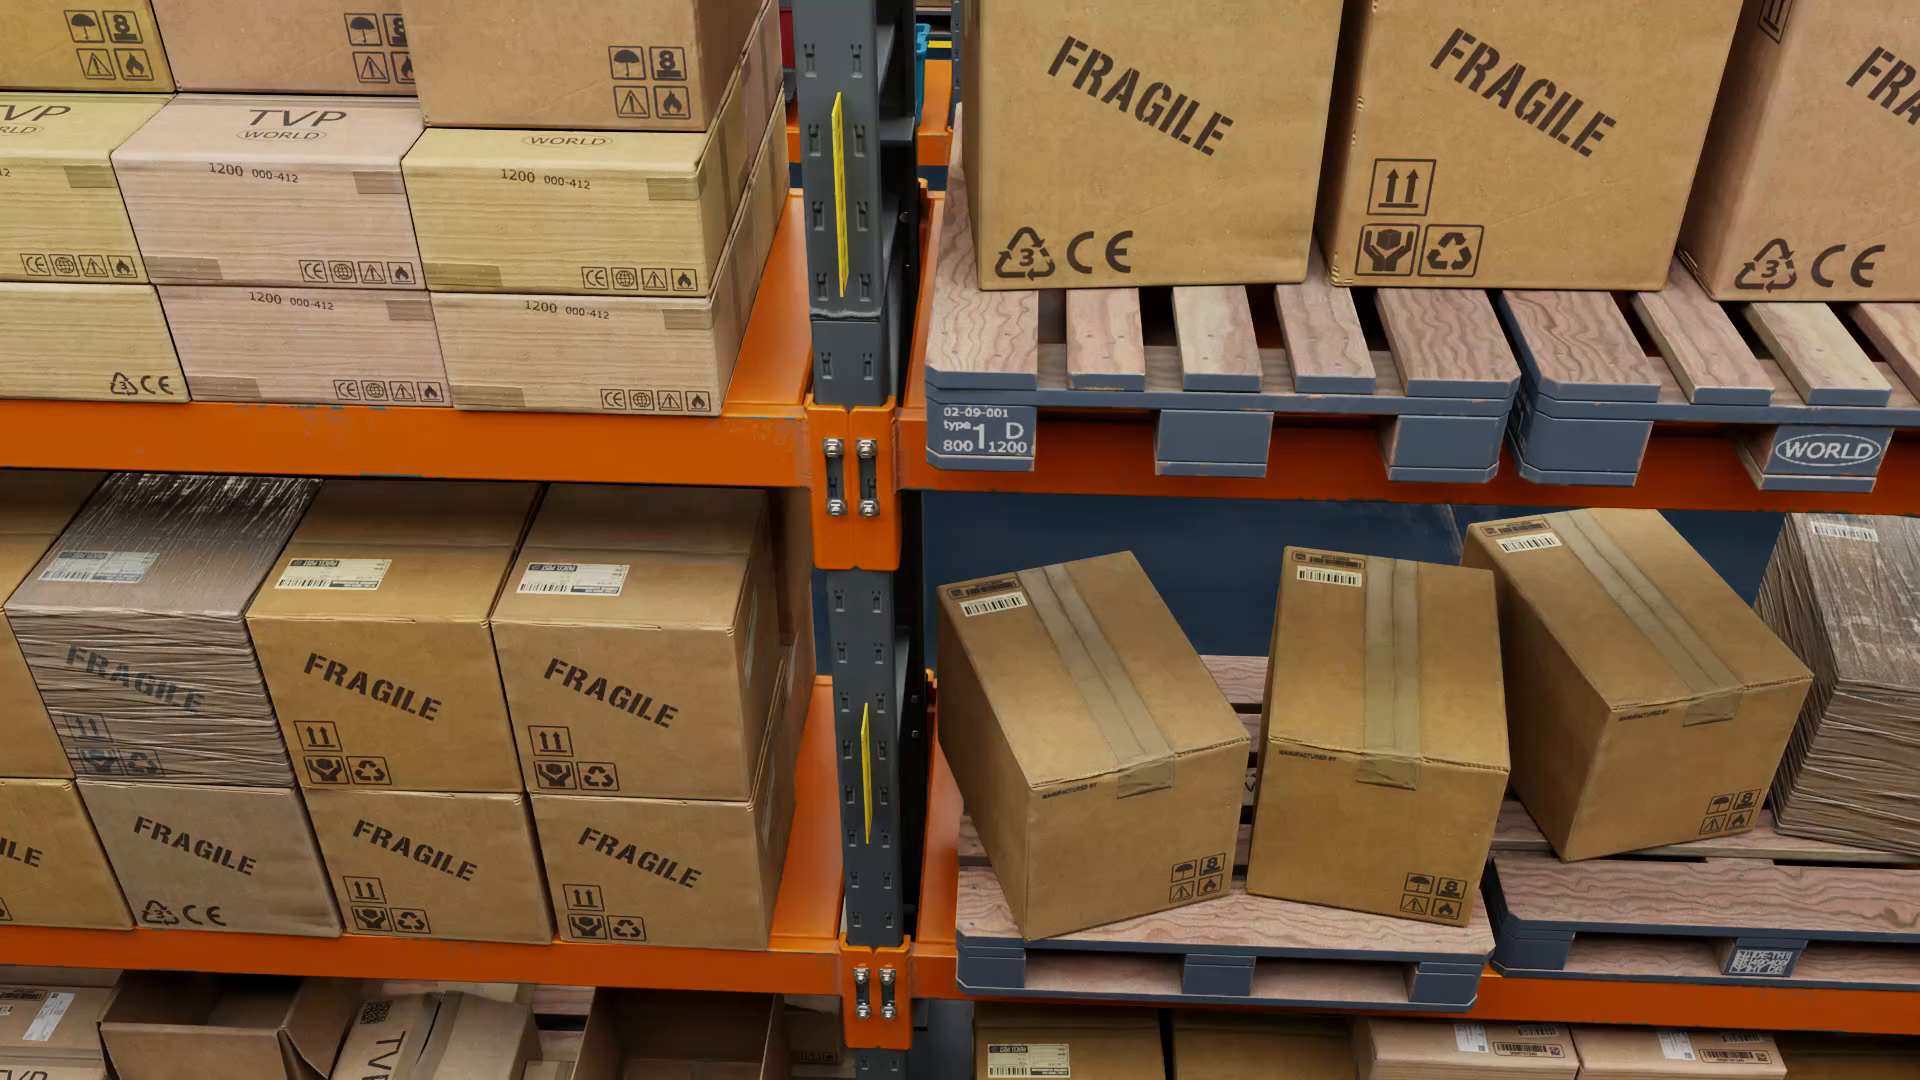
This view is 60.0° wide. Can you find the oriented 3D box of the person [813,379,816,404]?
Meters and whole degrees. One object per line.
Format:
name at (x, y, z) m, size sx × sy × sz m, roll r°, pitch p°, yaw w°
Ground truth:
person at (-0.468, -0.753, 7.195) m, size 0.419 × 1.582 × 0.690 m, roll 2°, pitch 36°, yaw 3°
